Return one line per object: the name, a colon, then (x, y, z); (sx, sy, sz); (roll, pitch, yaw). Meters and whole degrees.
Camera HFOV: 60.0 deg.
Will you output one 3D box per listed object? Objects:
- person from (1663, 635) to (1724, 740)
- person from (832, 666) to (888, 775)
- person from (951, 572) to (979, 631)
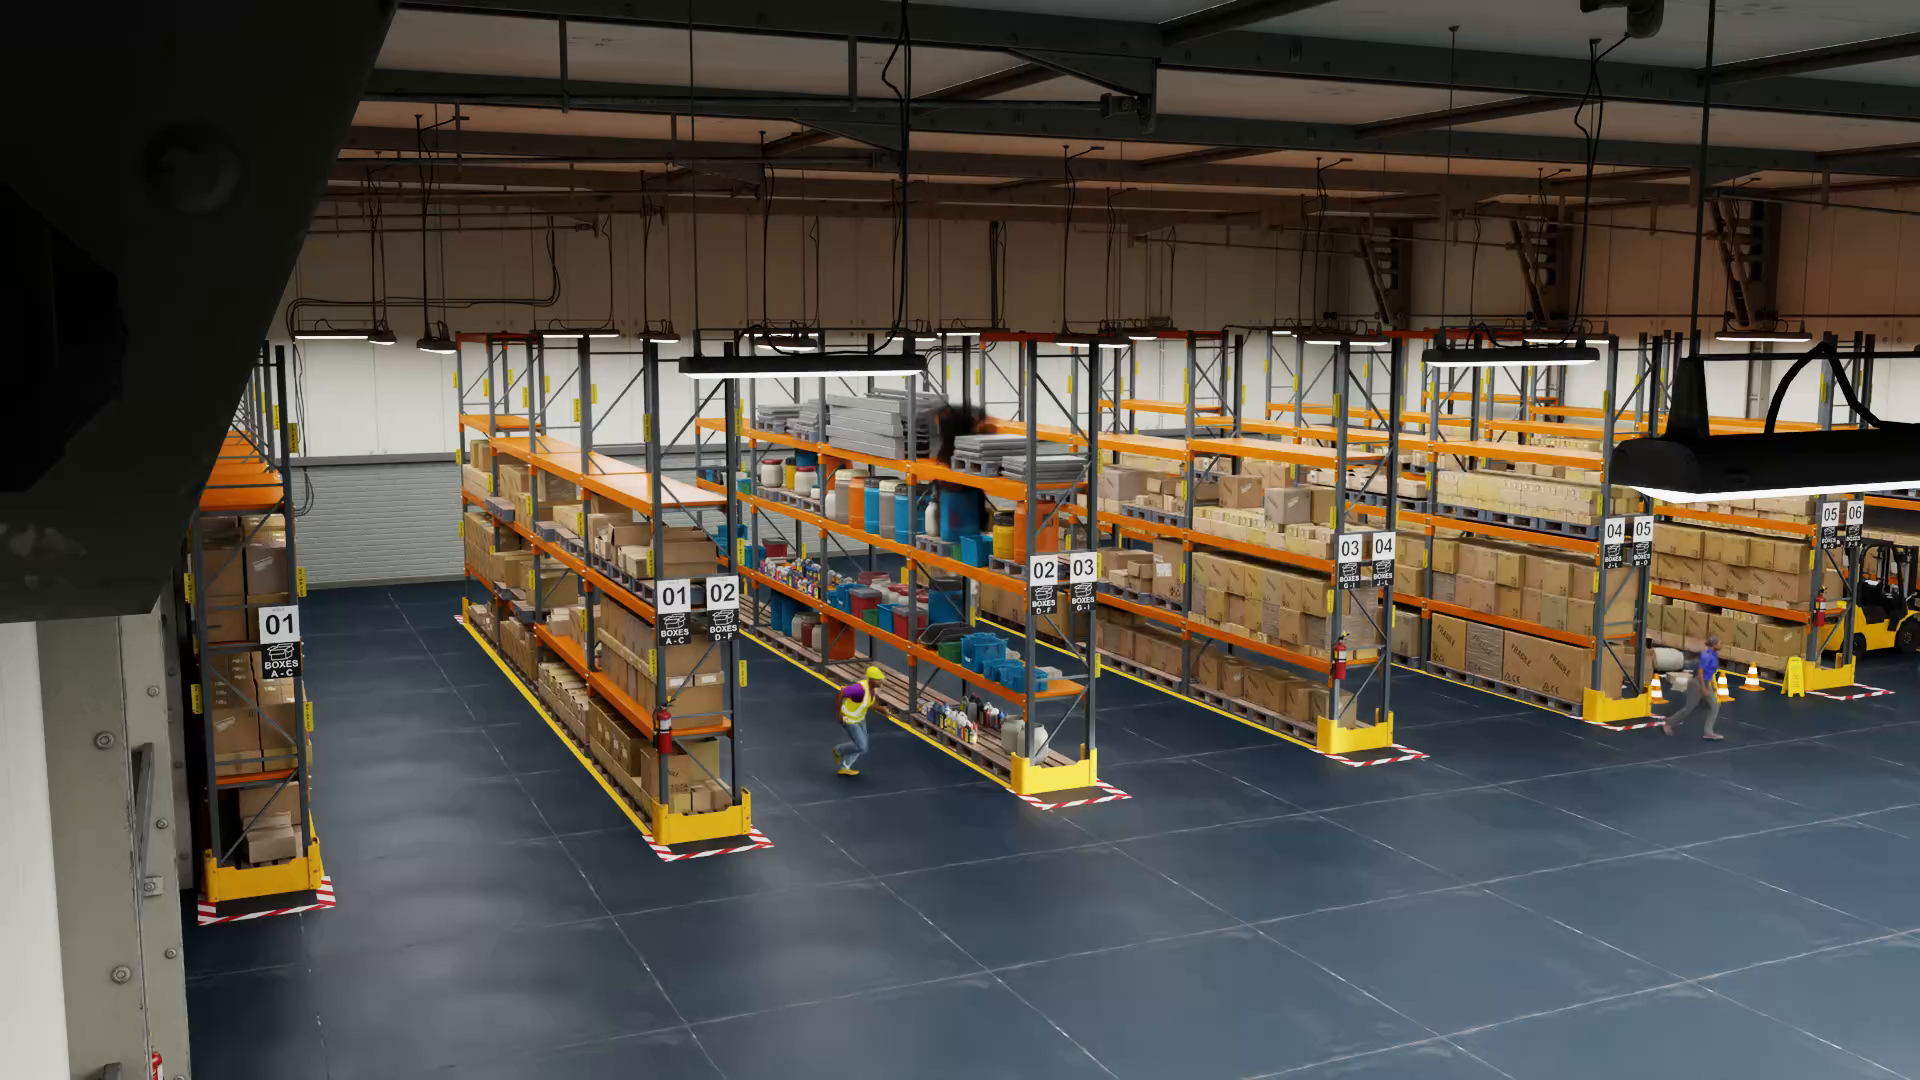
person: (11.063, 2.188, 24.999); (0.835, 1.588, 0.645); (6, 10, 37)
person: (-1.408, 2.493, 22.788); (0.828, 1.576, 0.737); (4, 9, 29)
person: (0.102, 1.053, 32.977); (0.671, 1.731, 0.570); (-6, 10, -38)
